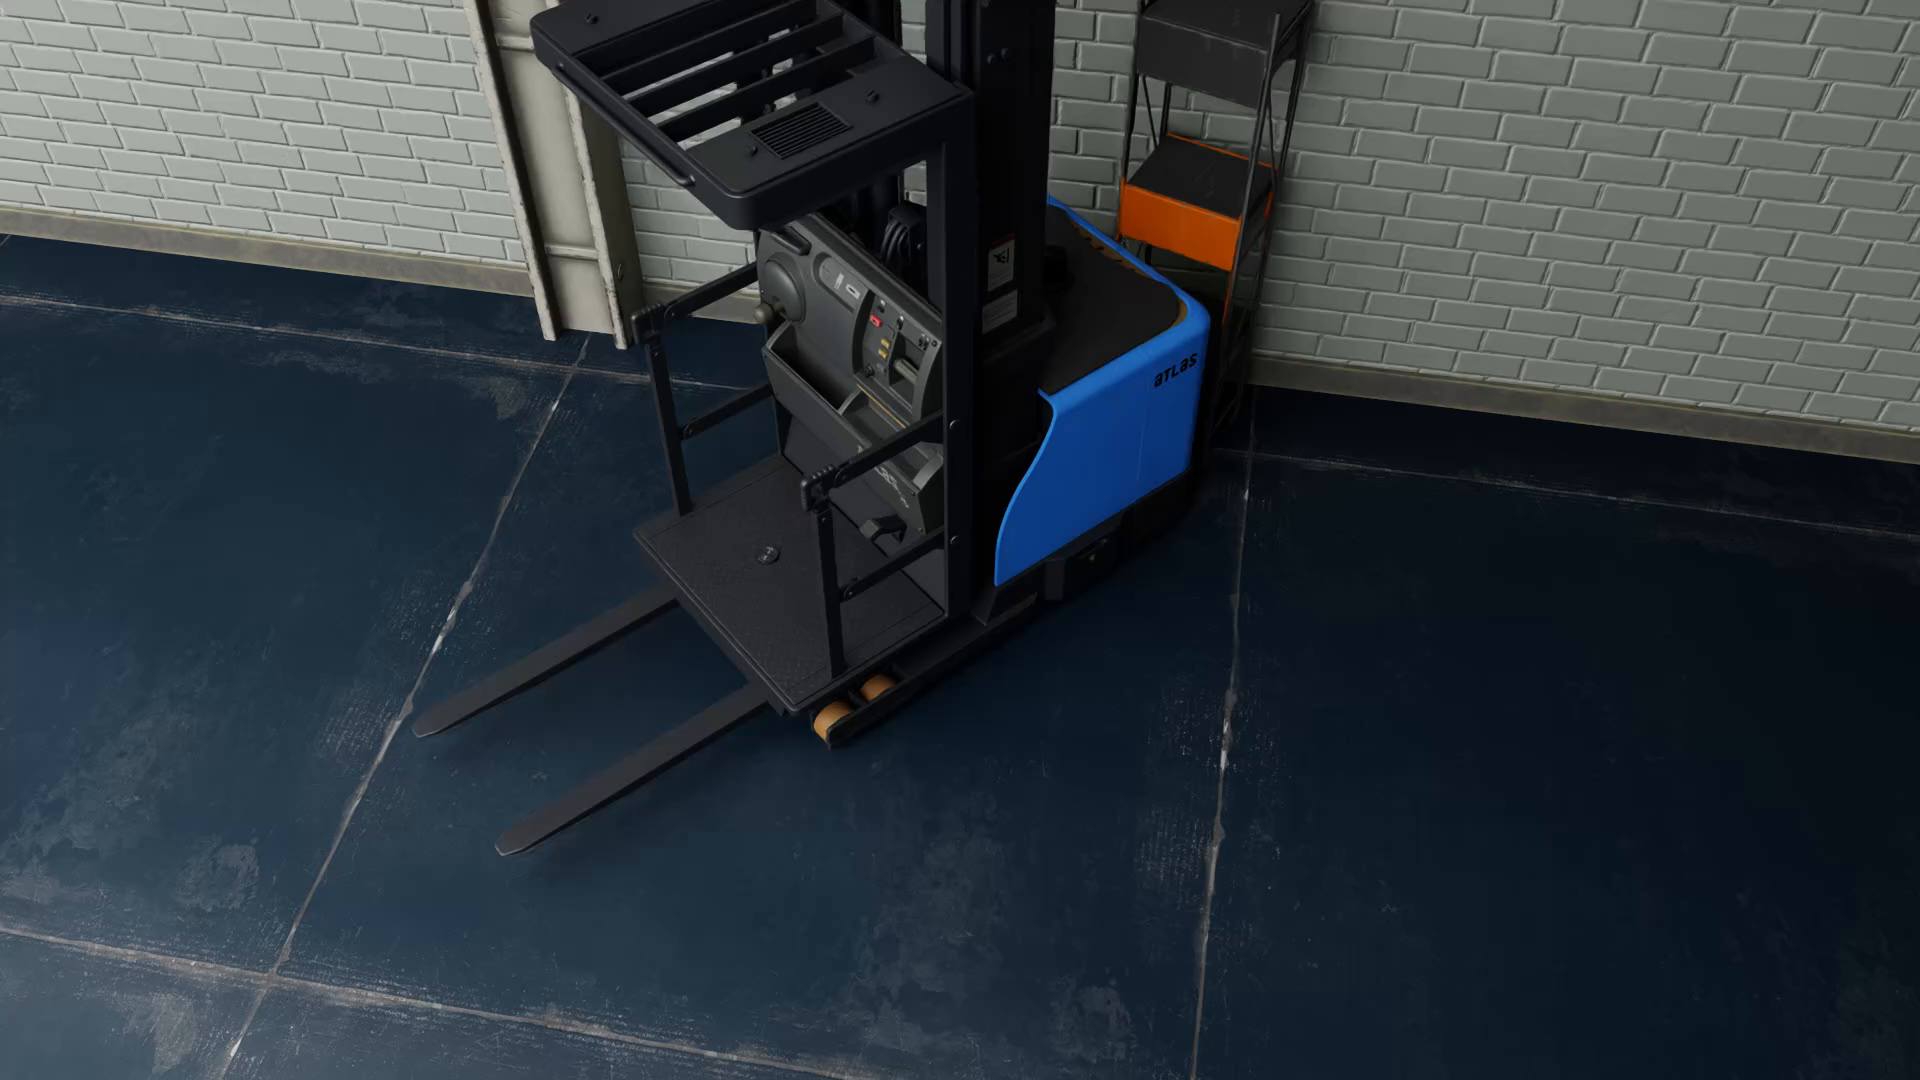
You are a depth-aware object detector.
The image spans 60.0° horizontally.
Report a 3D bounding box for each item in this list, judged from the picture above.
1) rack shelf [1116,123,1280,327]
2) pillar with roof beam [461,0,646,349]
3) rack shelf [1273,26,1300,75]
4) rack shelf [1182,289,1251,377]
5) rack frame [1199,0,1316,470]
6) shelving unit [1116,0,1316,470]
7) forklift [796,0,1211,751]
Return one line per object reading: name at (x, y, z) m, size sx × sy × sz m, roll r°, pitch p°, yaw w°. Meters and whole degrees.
rack shelf at (0.908, -1.215, 6.414) m, size 0.480 × 0.518 × 0.431 m, roll 23°, pitch 51°, yaw 19°
pillar with roof beam at (-2.431, -0.854, 1.439) m, size 0.400 × 9.000 × 9.100 m, roll 8°, pitch 49°, yaw 7°
rack shelf at (0.918, -1.755, 5.824) m, size 0.442 × 0.100 × 0.332 m, roll 23°, pitch 51°, yaw 19°
rack shelf at (0.900, -0.835, 6.830) m, size 0.457 × 0.174 × 0.368 m, roll 23°, pitch 51°, yaw 19°
rack frame at (1.121, -1.136, 6.327) m, size 0.015 × 2.100 × 0.400 m, roll 23°, pitch 51°, yaw 19°
shelving unit at (0.913, -1.222, 6.402) m, size 0.492 × 2.100 × 0.431 m, roll 23°, pitch 51°, yaw 19°
forklift at (-0.537, -0.684, 5.366) m, size 3.031 × 2.935 × 1.130 m, roll -31°, pitch 55°, yaw -25°
